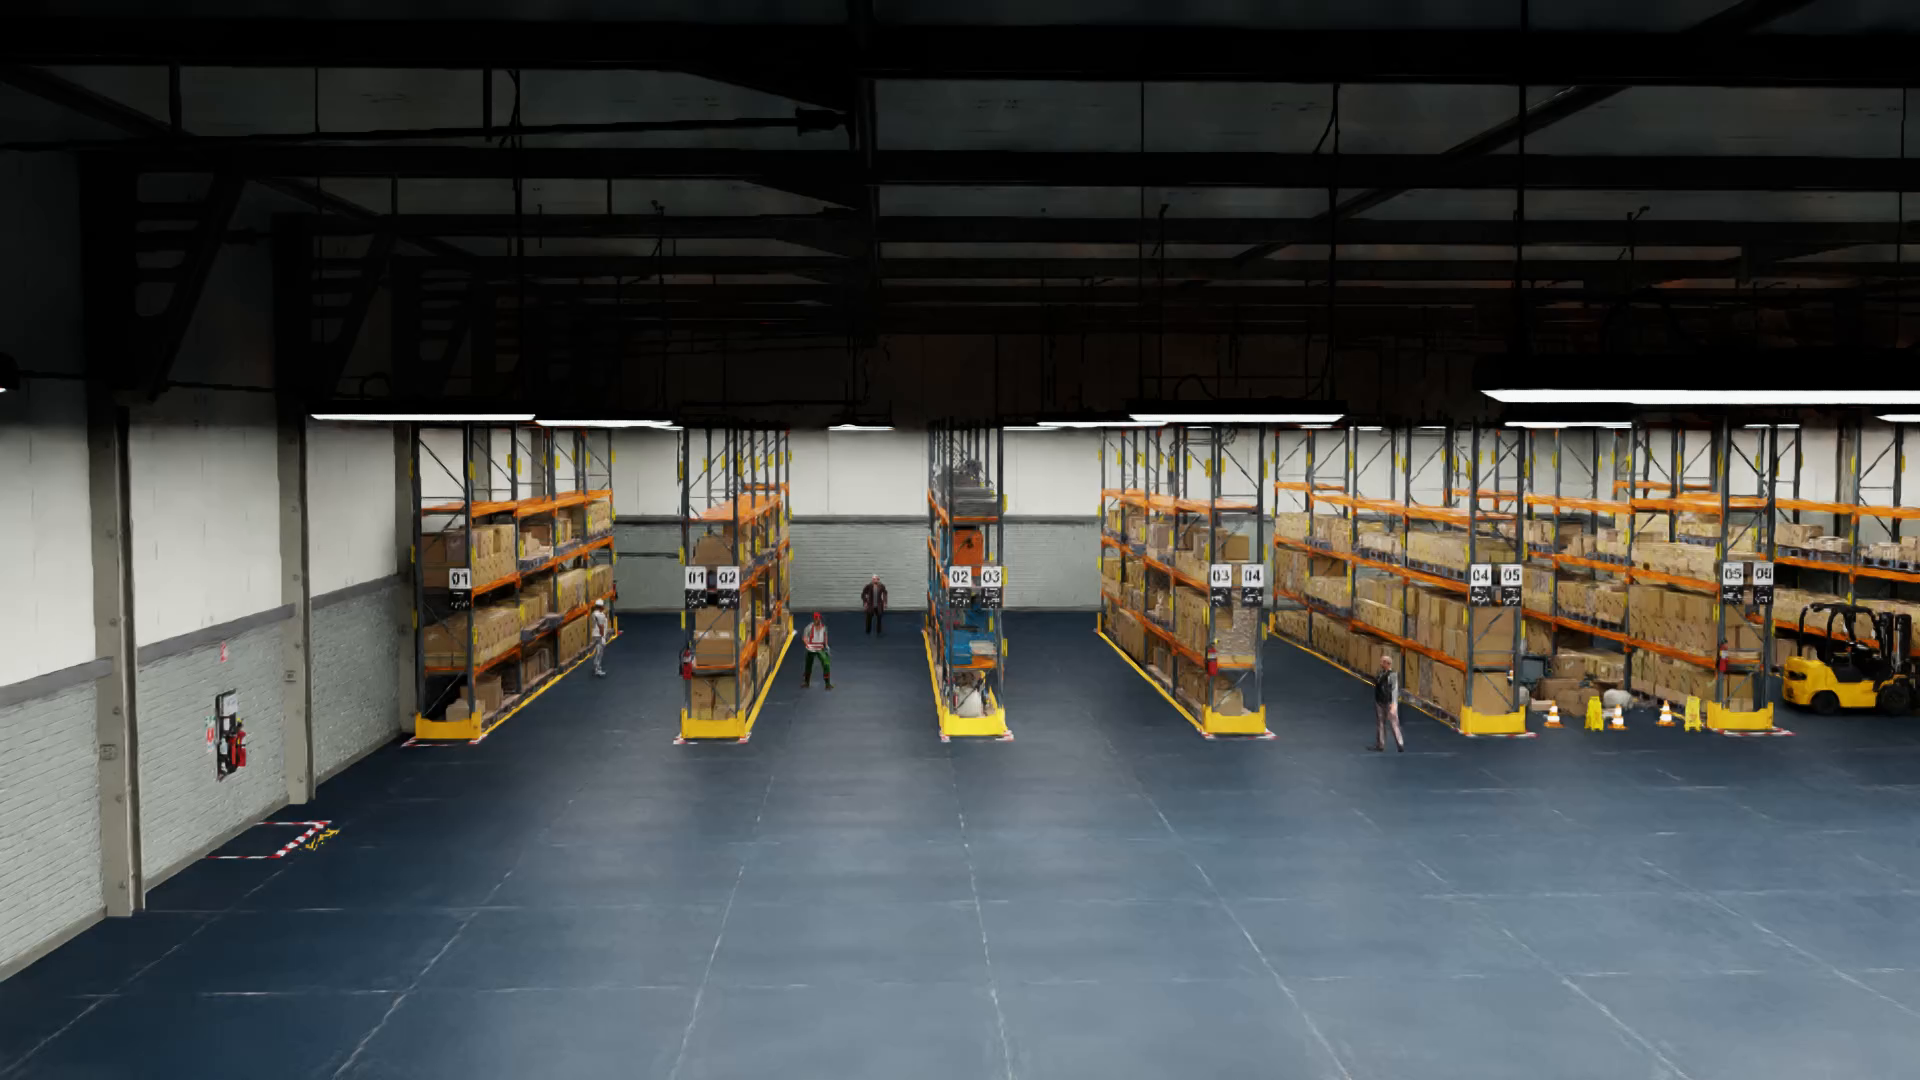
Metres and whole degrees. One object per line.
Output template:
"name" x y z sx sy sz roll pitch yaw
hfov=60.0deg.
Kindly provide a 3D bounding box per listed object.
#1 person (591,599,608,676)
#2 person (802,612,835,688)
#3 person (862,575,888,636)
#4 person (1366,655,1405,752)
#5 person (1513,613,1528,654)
"person" -8.434 2.265 38.997 0.408 1.788 0.666 -2 4 -25
"person" -3.196 2.439 37.009 0.686 1.716 0.838 -1 4 -18
"person" -2.390 1.875 46.582 0.729 1.633 0.546 0 4 -4
"person" 7.659 2.925 29.782 0.551 1.722 0.639 -2 4 -22
"person" 12.724 2.445 37.829 0.522 1.591 0.523 2 4 26
